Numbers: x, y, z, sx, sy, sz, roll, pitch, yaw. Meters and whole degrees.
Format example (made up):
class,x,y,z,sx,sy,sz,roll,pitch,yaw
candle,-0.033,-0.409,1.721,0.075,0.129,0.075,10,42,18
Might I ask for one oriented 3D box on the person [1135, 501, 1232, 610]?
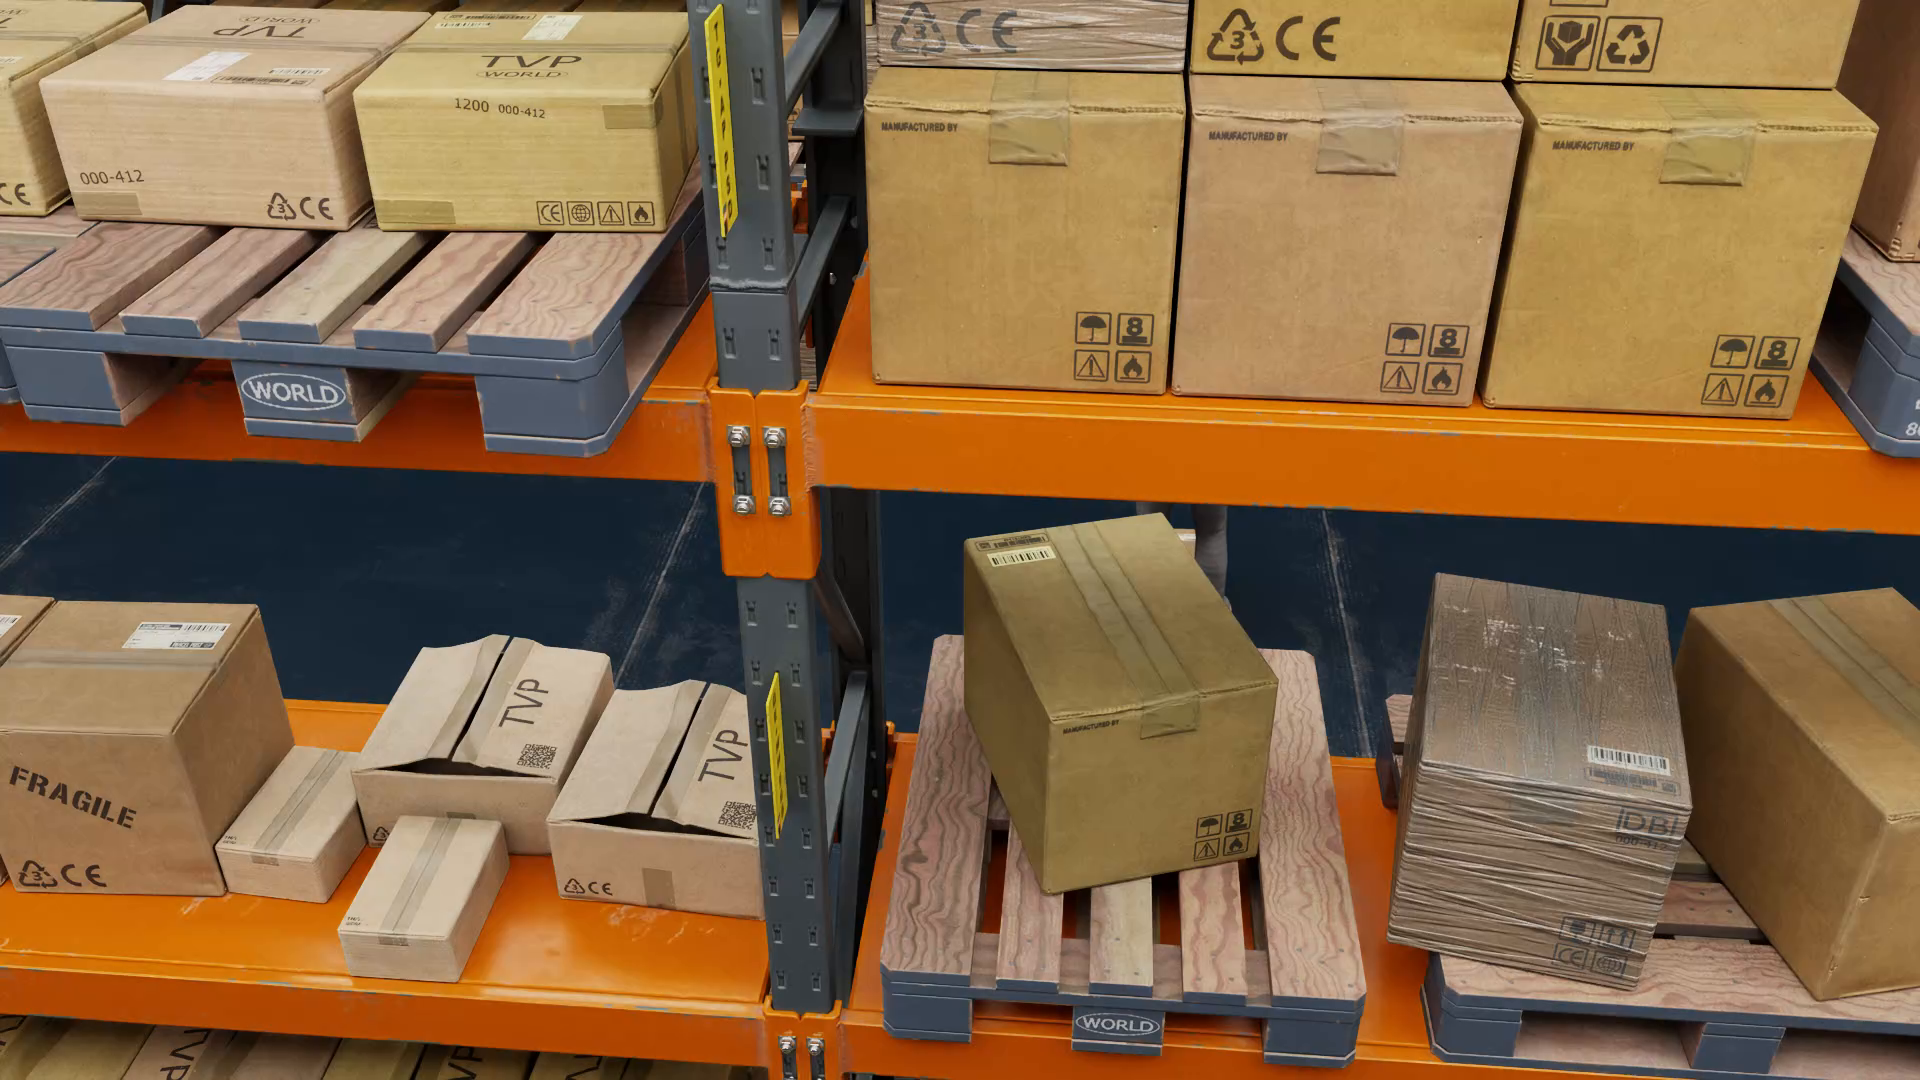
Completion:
class,x,y,z,sx,sy,sz,roll,pitch,yaw
person,0.905,-0.352,6.693,0.532,1.663,0.394,1,32,1
